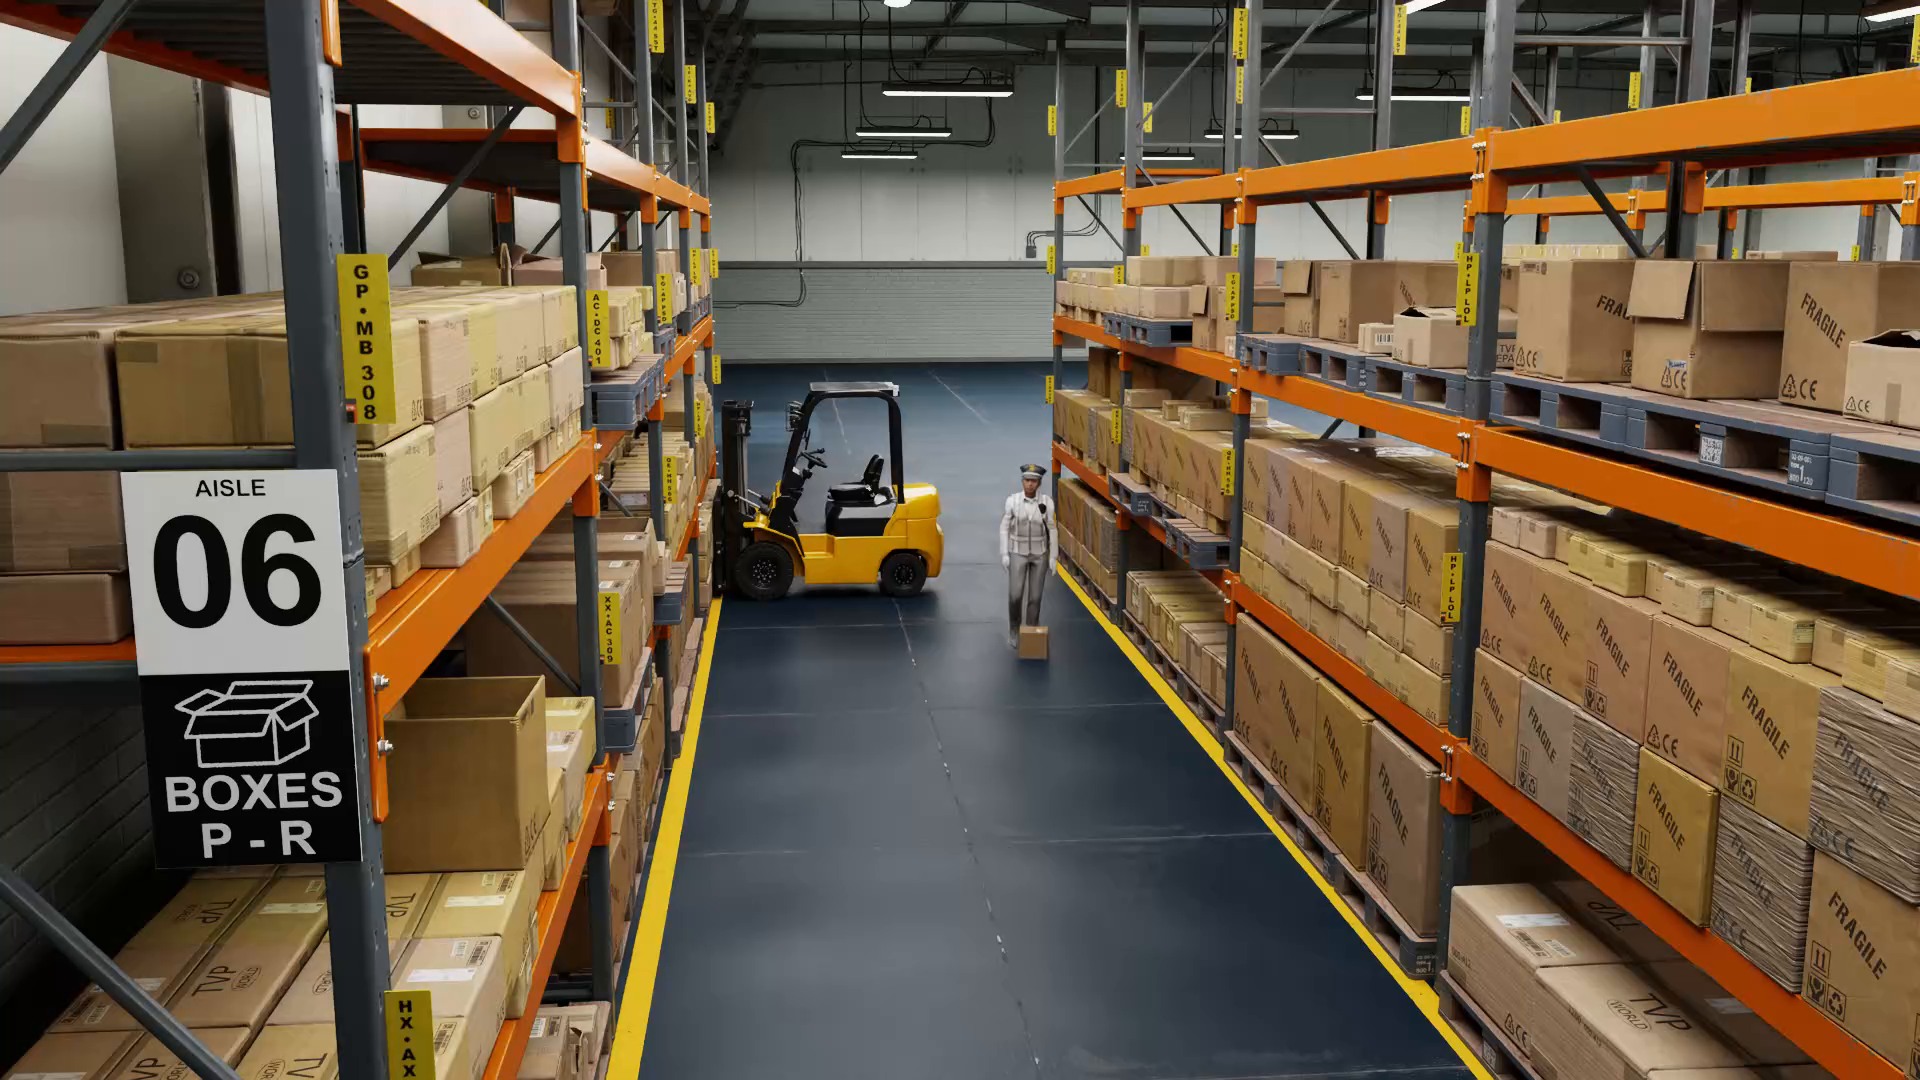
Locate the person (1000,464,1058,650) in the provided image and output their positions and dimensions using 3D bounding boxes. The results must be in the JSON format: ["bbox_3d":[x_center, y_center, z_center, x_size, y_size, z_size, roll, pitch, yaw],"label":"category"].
[{"bbox_3d":[0.617,0.147,14.925,0.512,1.702,0.416,-1,10,-3],"label":"person"}]
